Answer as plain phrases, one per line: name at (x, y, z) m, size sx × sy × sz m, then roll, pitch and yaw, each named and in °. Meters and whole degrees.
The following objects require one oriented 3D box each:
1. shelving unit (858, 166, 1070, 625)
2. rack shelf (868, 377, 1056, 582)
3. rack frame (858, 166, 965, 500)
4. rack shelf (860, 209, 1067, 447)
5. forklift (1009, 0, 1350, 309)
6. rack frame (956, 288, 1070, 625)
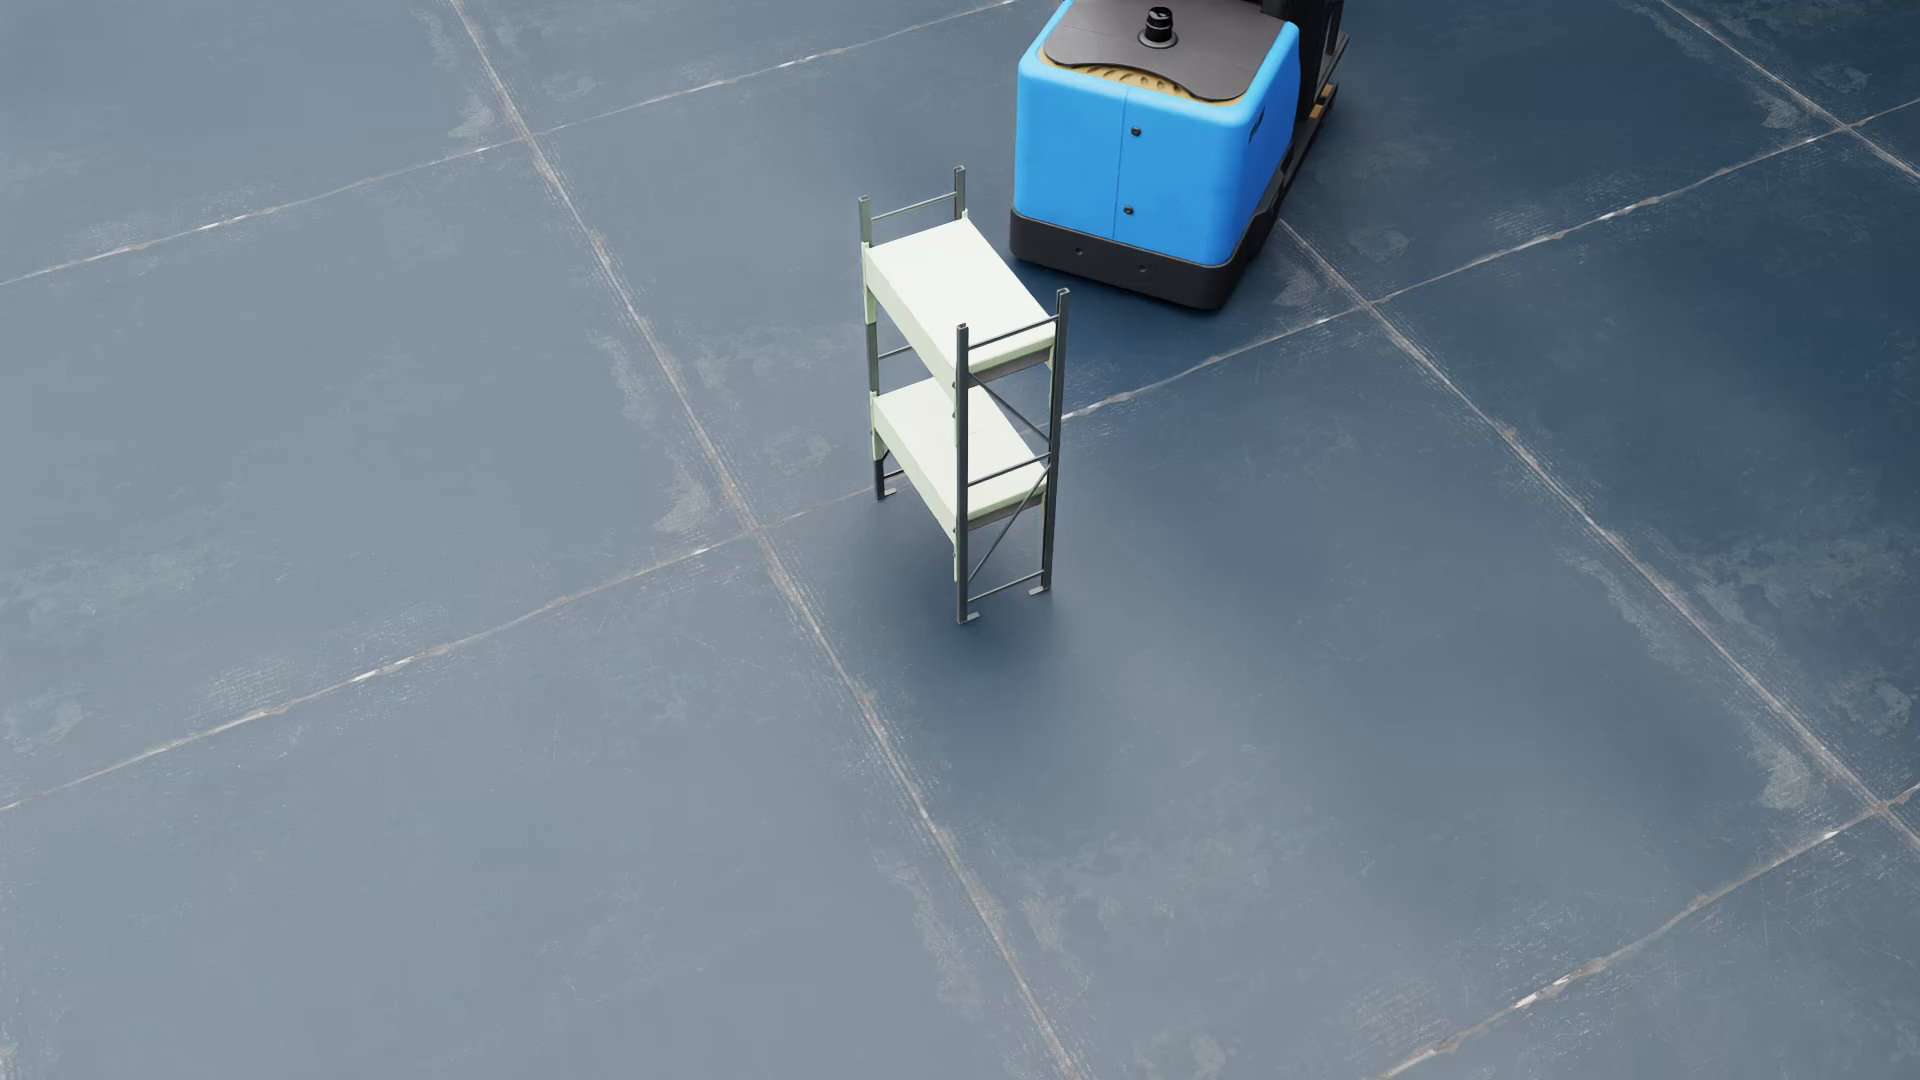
shelving unit at (0.003, -0.489, 6.074) m, size 0.431 × 1.500 × 0.755 m, roll -21°, pitch 52°, yaw -18°
rack shelf at (0.003, -0.275, 6.320) m, size 0.431 × 0.370 × 0.720 m, roll -21°, pitch 52°, yaw -18°
rack frame at (-0.164, -0.734, 6.288) m, size 0.400 × 1.500 × 0.023 m, roll -21°, pitch 52°, yaw -18°
rack shelf at (0.003, -0.746, 5.780) m, size 0.431 × 0.370 × 0.720 m, roll -21°, pitch 52°, yaw -18°
forklift at (1.286, -3.127, 7.430) m, size 1.130 × 2.935 × 3.031 m, roll 18°, pitch 51°, yaw 15°
rack frame at (0.171, -0.244, 5.860) m, size 0.400 × 1.500 × 0.023 m, roll -21°, pitch 52°, yaw -18°
